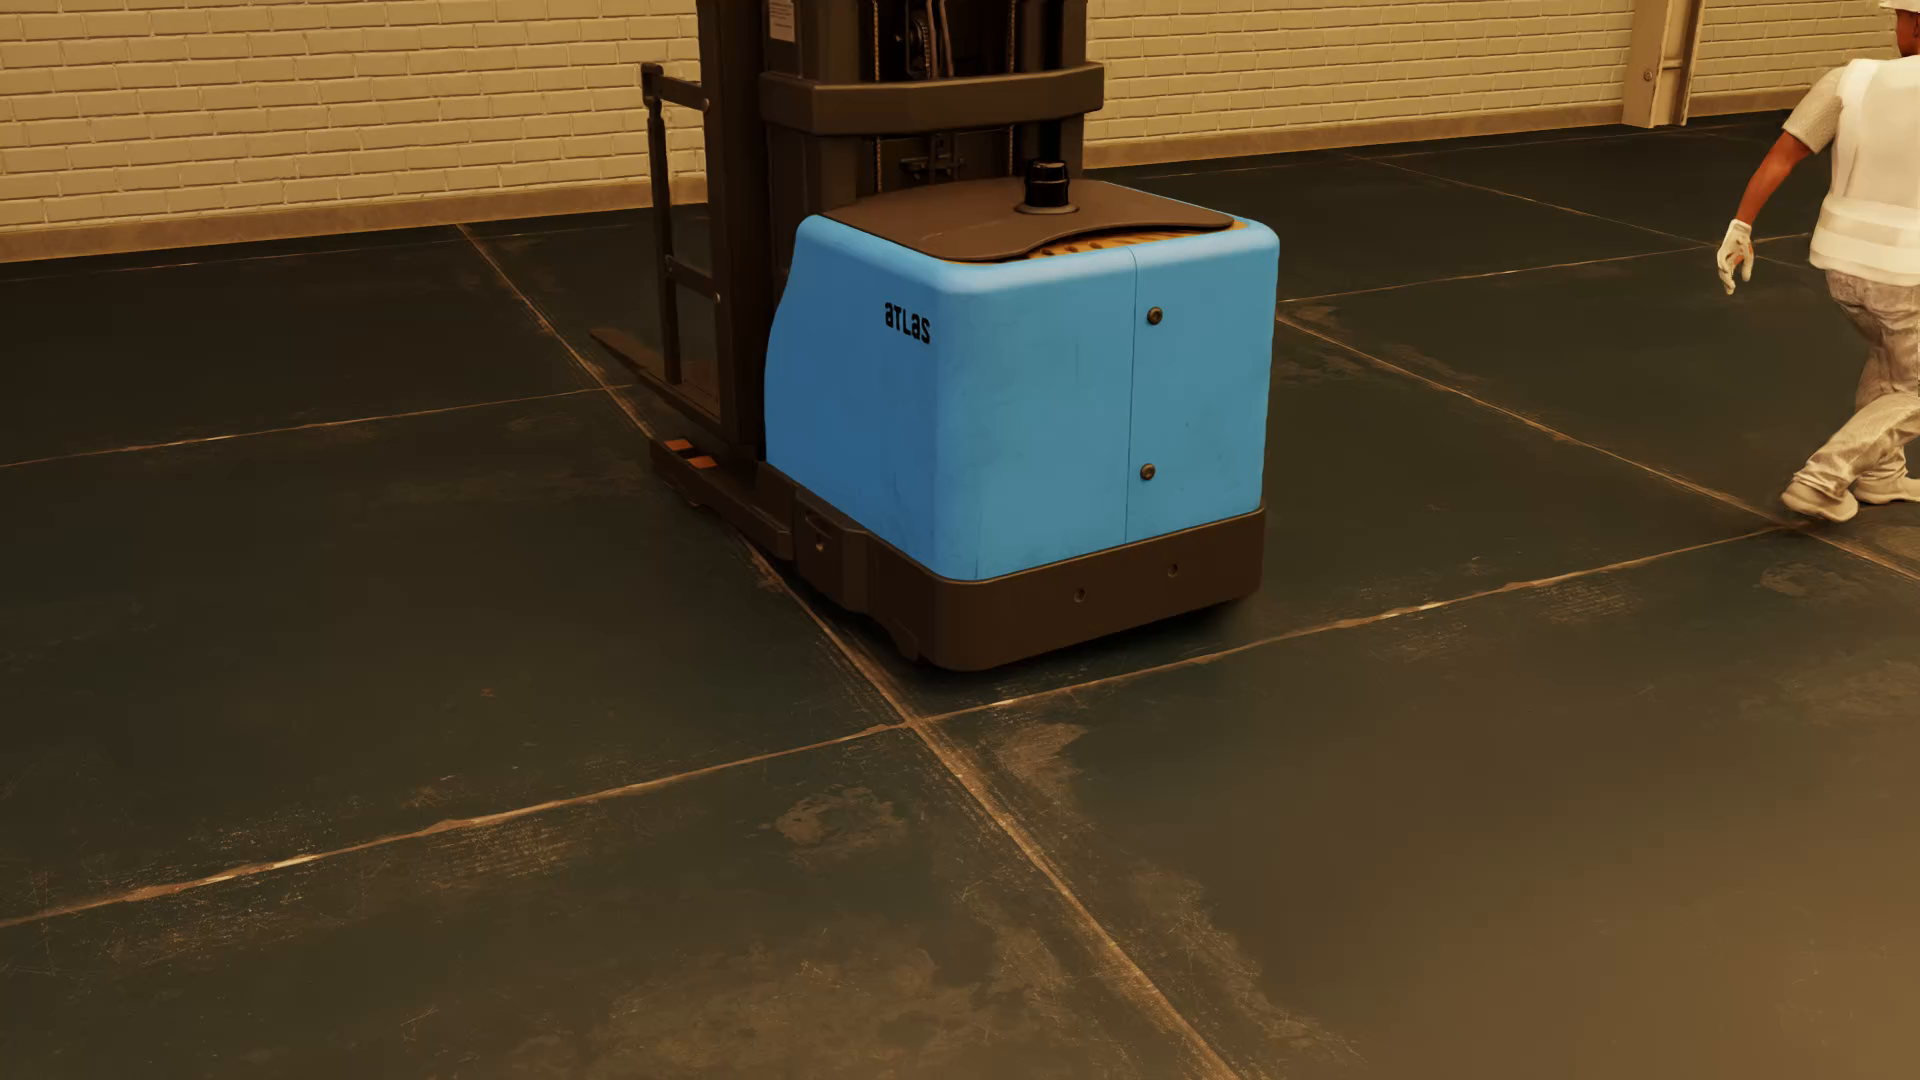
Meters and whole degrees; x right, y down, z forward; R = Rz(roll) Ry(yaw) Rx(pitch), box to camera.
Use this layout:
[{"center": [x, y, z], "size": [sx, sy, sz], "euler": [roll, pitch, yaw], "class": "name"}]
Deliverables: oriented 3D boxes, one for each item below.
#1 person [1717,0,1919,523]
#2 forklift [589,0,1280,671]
[{"center": [2.796, -0.864, 5.013], "size": [0.896, 1.693, 0.598], "euler": [-13, 26, -28], "class": "person"}, {"center": [-0.369, -1.544, 5.003], "size": [1.130, 2.935, 3.031], "euler": [-13, 26, -29], "class": "forklift"}]
